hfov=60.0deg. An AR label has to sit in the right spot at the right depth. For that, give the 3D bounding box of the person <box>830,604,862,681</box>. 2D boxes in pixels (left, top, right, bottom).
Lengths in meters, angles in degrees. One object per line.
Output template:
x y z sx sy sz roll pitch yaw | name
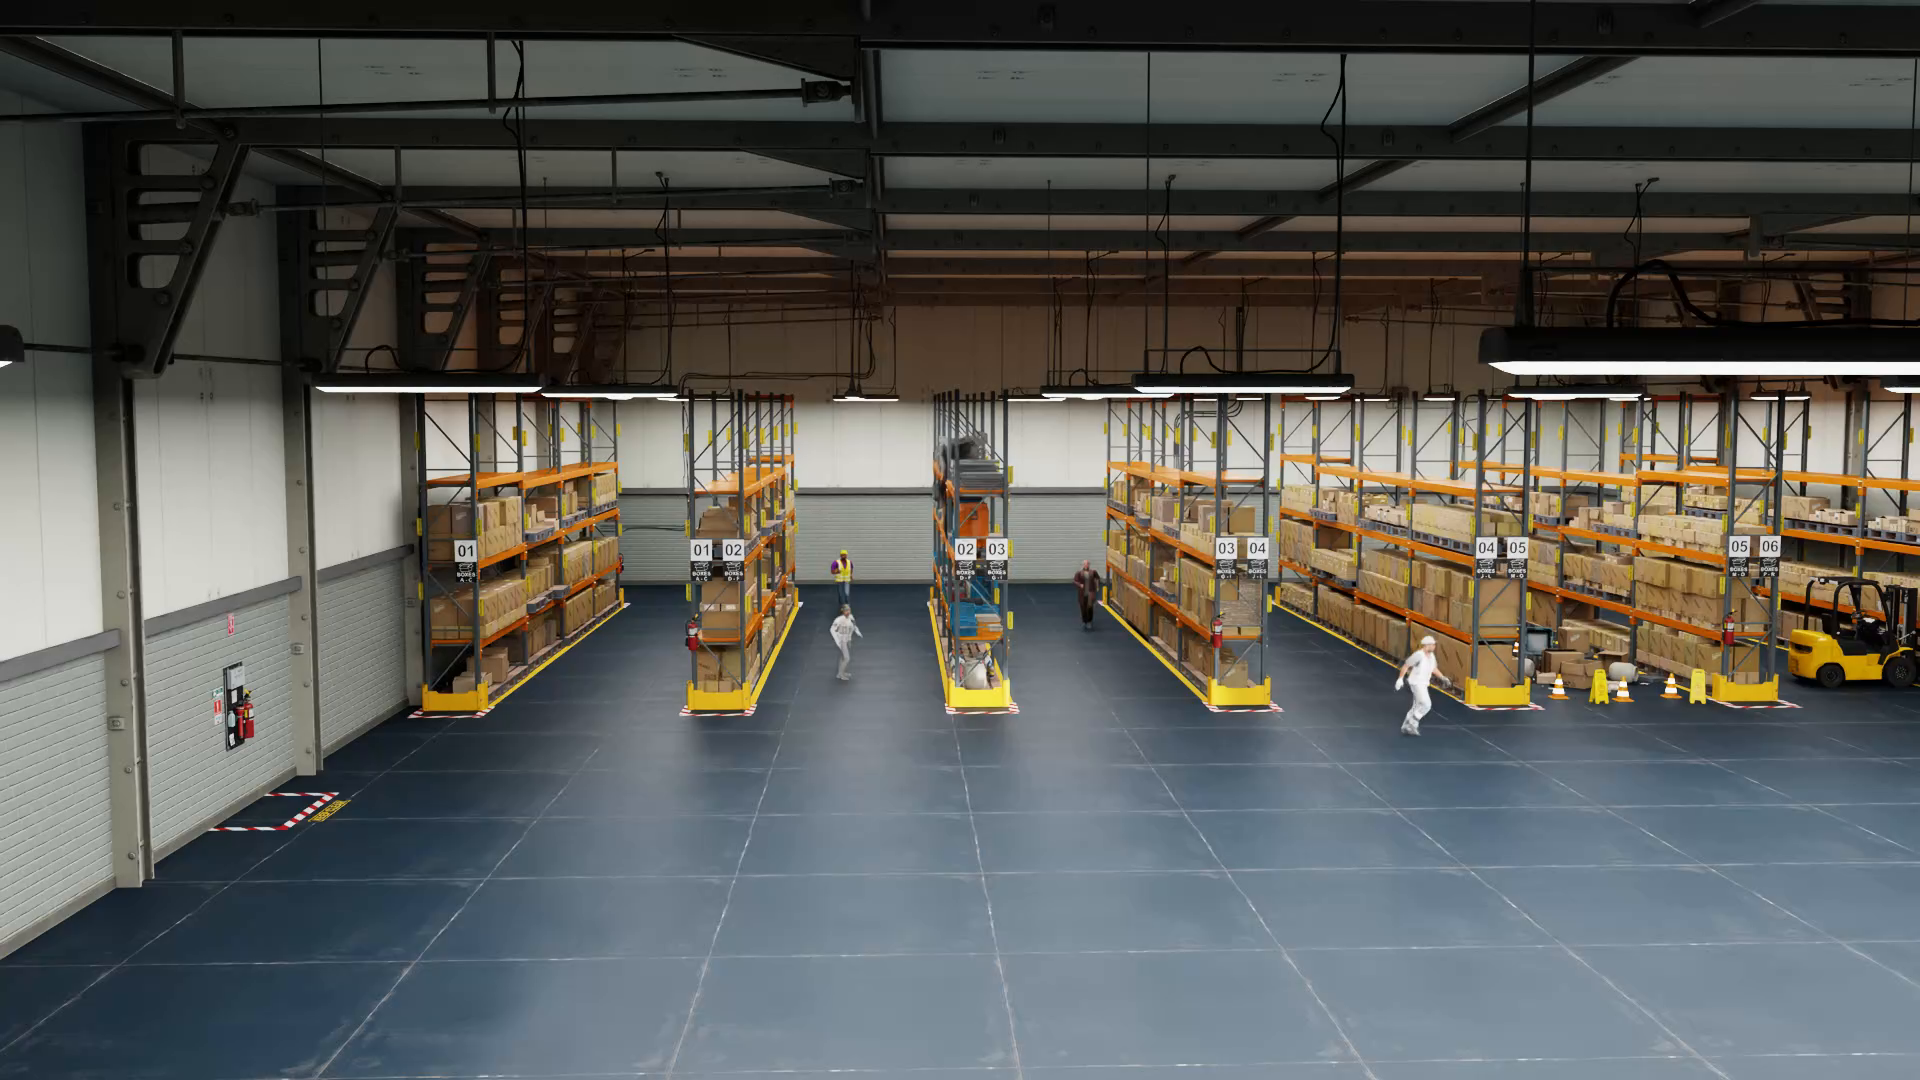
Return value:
-2.371 2.116 34.655 0.762 1.624 0.636 3 6 34 | person

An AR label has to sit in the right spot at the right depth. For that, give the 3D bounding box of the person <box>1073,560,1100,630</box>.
3.224 1.393 42.325 0.677 1.780 0.847 0 5 5 | person

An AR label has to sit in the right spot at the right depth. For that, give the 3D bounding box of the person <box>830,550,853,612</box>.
-3.198 1.173 45.168 0.666 1.834 0.768 -1 5 -13 | person

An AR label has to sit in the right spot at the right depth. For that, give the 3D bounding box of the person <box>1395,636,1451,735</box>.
7.983 2.506 28.602 0.657 1.729 0.790 -5 7 -45 | person
